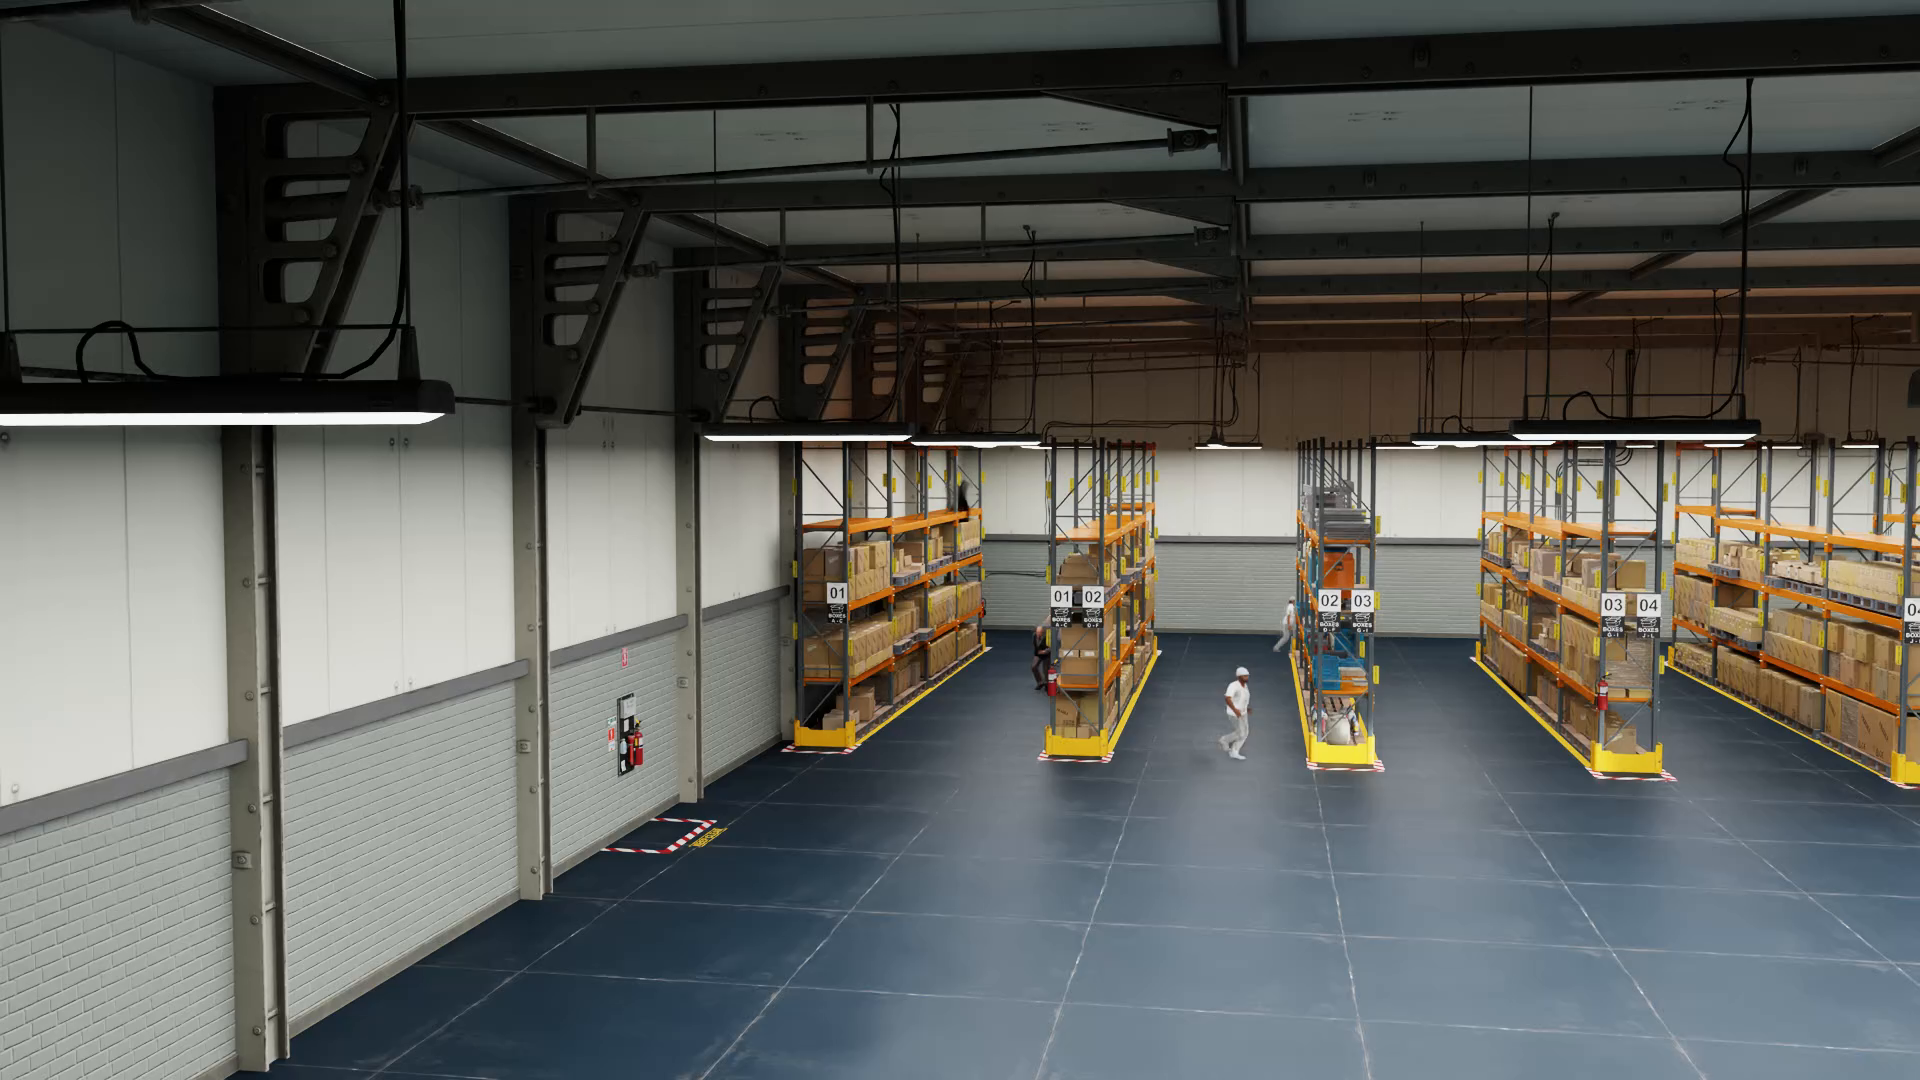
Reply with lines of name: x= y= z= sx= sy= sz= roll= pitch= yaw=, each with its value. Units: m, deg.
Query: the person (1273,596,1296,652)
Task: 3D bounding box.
person: x=9.345 y=2.410 z=47.511 sx=0.760 sy=1.609 sz=0.625 roll=1 pitch=3 yaw=15

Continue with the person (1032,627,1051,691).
person: x=2.008 y=2.816 z=39.962 sx=0.673 sy=1.540 sz=1.099 roll=1 pitch=3 yaw=24

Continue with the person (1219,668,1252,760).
person: x=5.131 y=3.229 z=31.097 sx=0.627 sy=1.710 sz=0.694 roll=3 pitch=4 yaw=41

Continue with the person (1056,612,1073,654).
person: x=2.994 y=2.460 z=46.402 sx=0.569 sy=1.599 sz=0.709 roll=2 pitch=3 yaw=28
